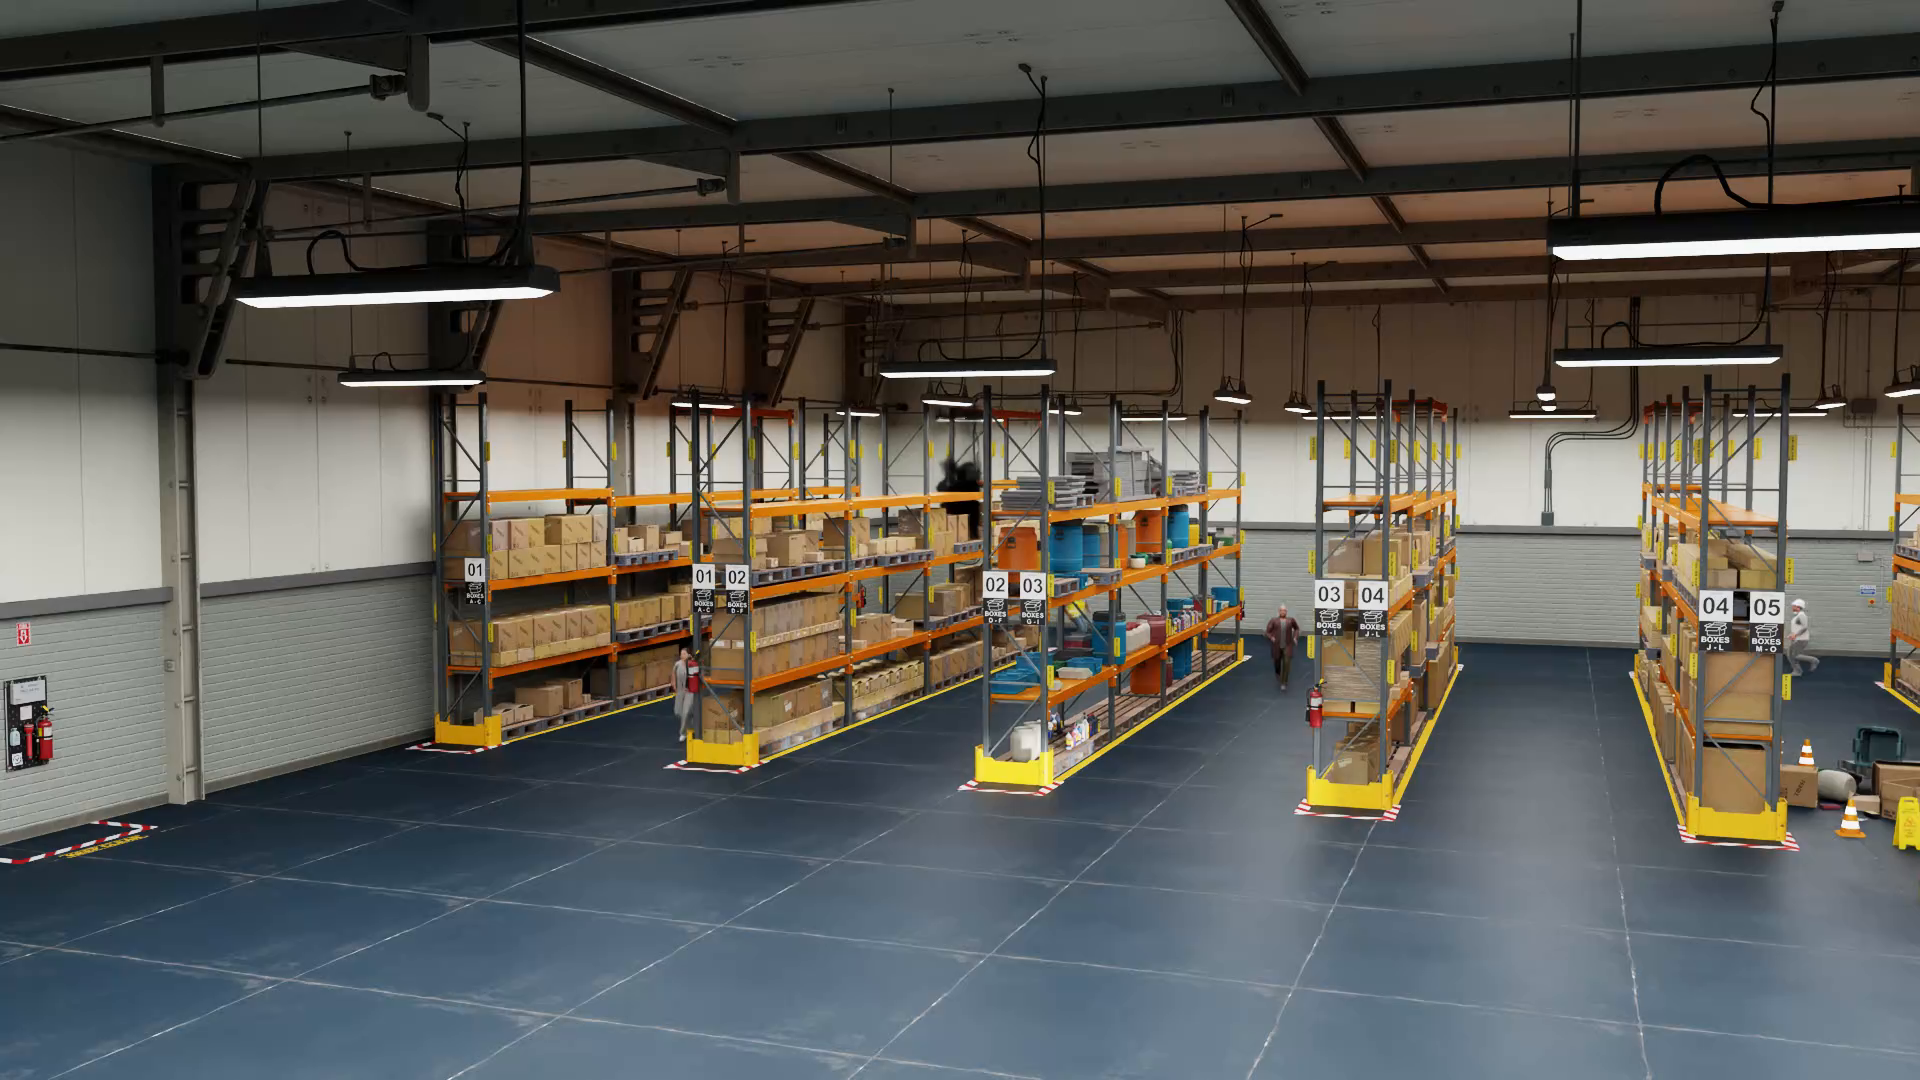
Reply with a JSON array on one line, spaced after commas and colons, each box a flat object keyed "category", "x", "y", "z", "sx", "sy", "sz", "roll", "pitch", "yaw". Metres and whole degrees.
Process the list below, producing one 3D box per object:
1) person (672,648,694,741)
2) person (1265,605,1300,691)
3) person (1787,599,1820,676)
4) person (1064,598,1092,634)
[{"category": "person", "x": -4.766, "y": 2.672, "z": 28.936, "sx": 0.599, "sy": 1.621, "sz": 0.664, "roll": 1, "pitch": 3, "yaw": 18}, {"category": "person", "x": 6.803, "y": 2.255, "z": 35.065, "sx": 0.720, "sy": 1.759, "sz": 0.962, "roll": 0, "pitch": 3, "yaw": 8}, {"category": "person", "x": 18.736, "y": 2.183, "z": 36.941, "sx": 0.656, "sy": 1.726, "sz": 0.645, "roll": 1, "pitch": 3, "yaw": 18}, {"category": "person", "x": 2.971, "y": 1.920, "z": 41.888, "sx": 0.774, "sy": 1.715, "sz": 0.519, "roll": -3, "pitch": 4, "yaw": -39}]
